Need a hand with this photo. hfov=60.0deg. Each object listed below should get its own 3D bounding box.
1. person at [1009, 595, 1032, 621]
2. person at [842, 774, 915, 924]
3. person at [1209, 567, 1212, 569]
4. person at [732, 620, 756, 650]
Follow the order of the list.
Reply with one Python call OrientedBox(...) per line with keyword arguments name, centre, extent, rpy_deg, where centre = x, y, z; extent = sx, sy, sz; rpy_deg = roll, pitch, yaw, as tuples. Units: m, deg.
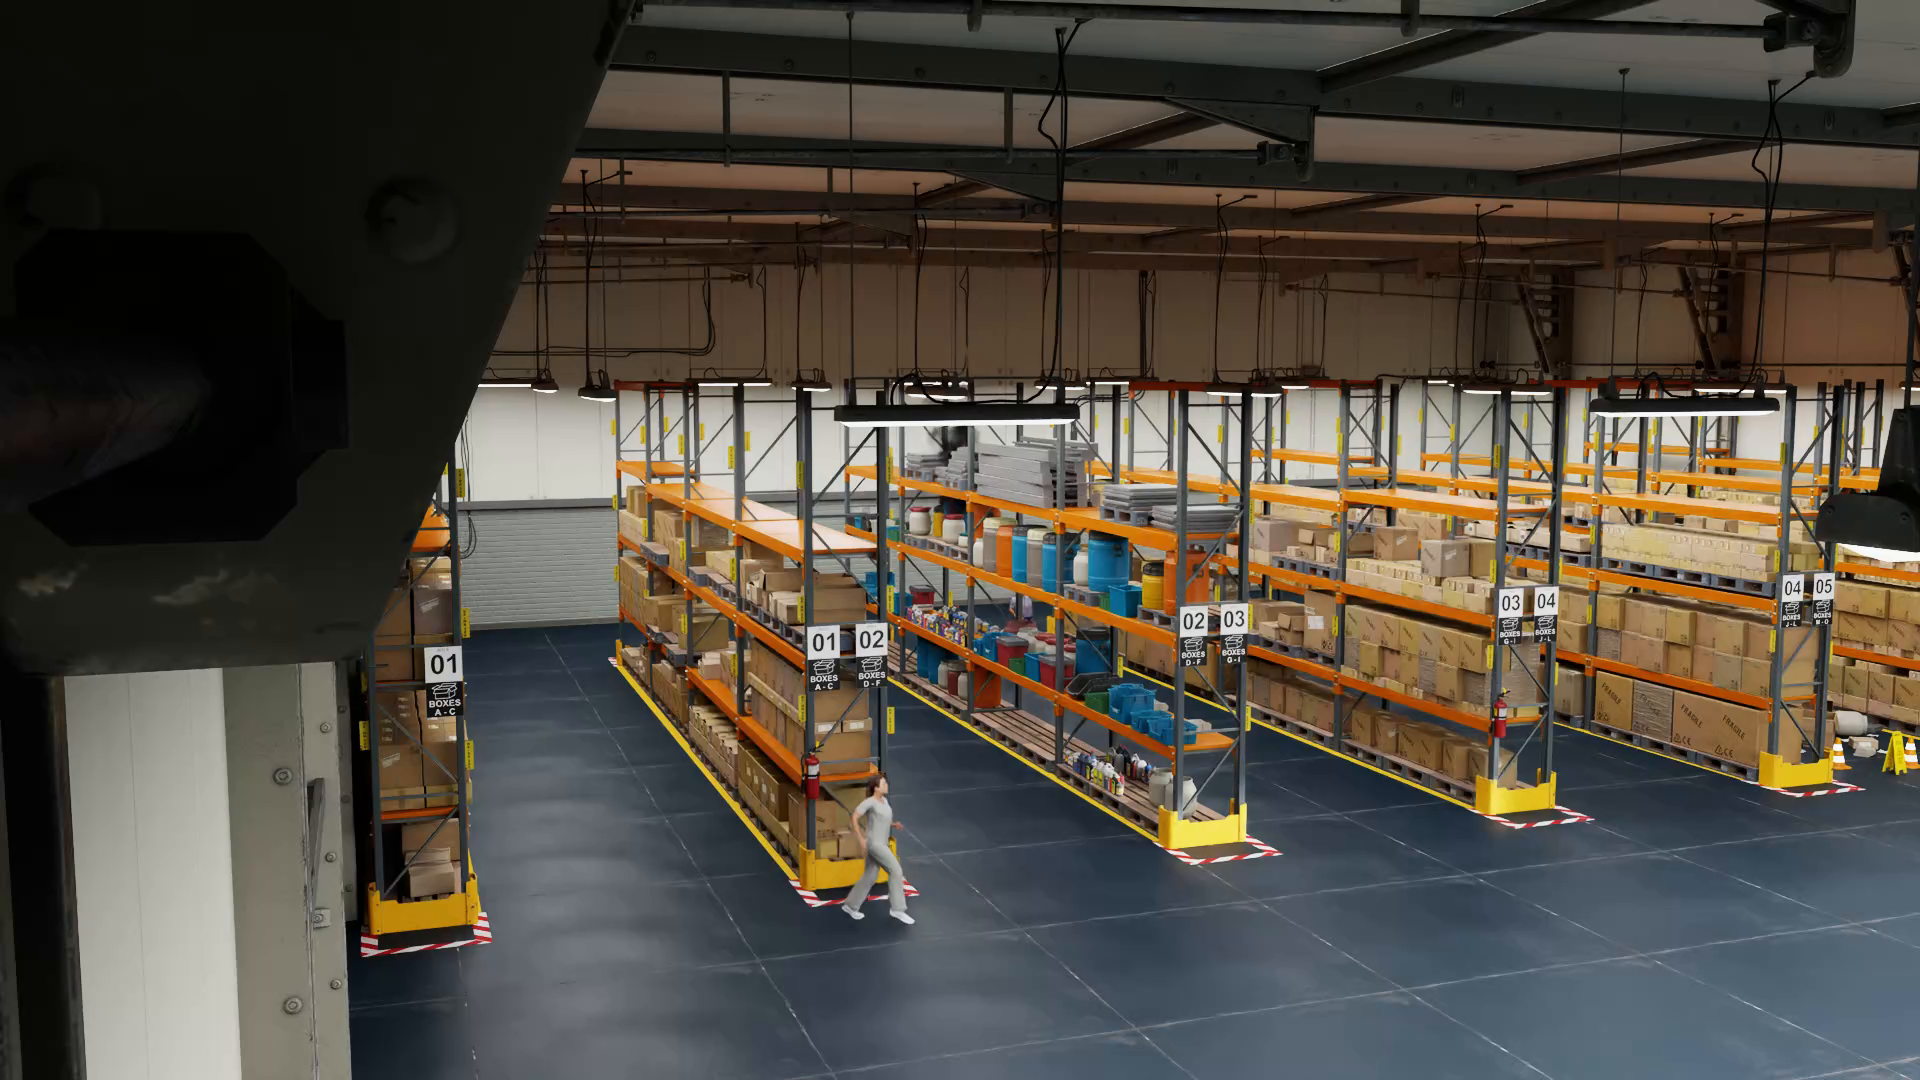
OrientedBox(name="person", centre=(1.286, 1.705, 33.628), extent=(0.612, 1.663, 0.538), rpy_deg=(-3, 7, -27))
OrientedBox(name="person", centre=(-0.908, 3.481, 18.916), extent=(0.866, 1.658, 0.550), rpy_deg=(1, 6, 11))
OrientedBox(name="person", centre=(5.754, 1.253, 39.602), extent=(0.748, 1.777, 0.896), rpy_deg=(1, 6, 13))
OrientedBox(name="person", centre=(-4.464, 1.908, 34.579), extent=(0.548, 1.565, 0.548), rpy_deg=(-3, 7, -26))
